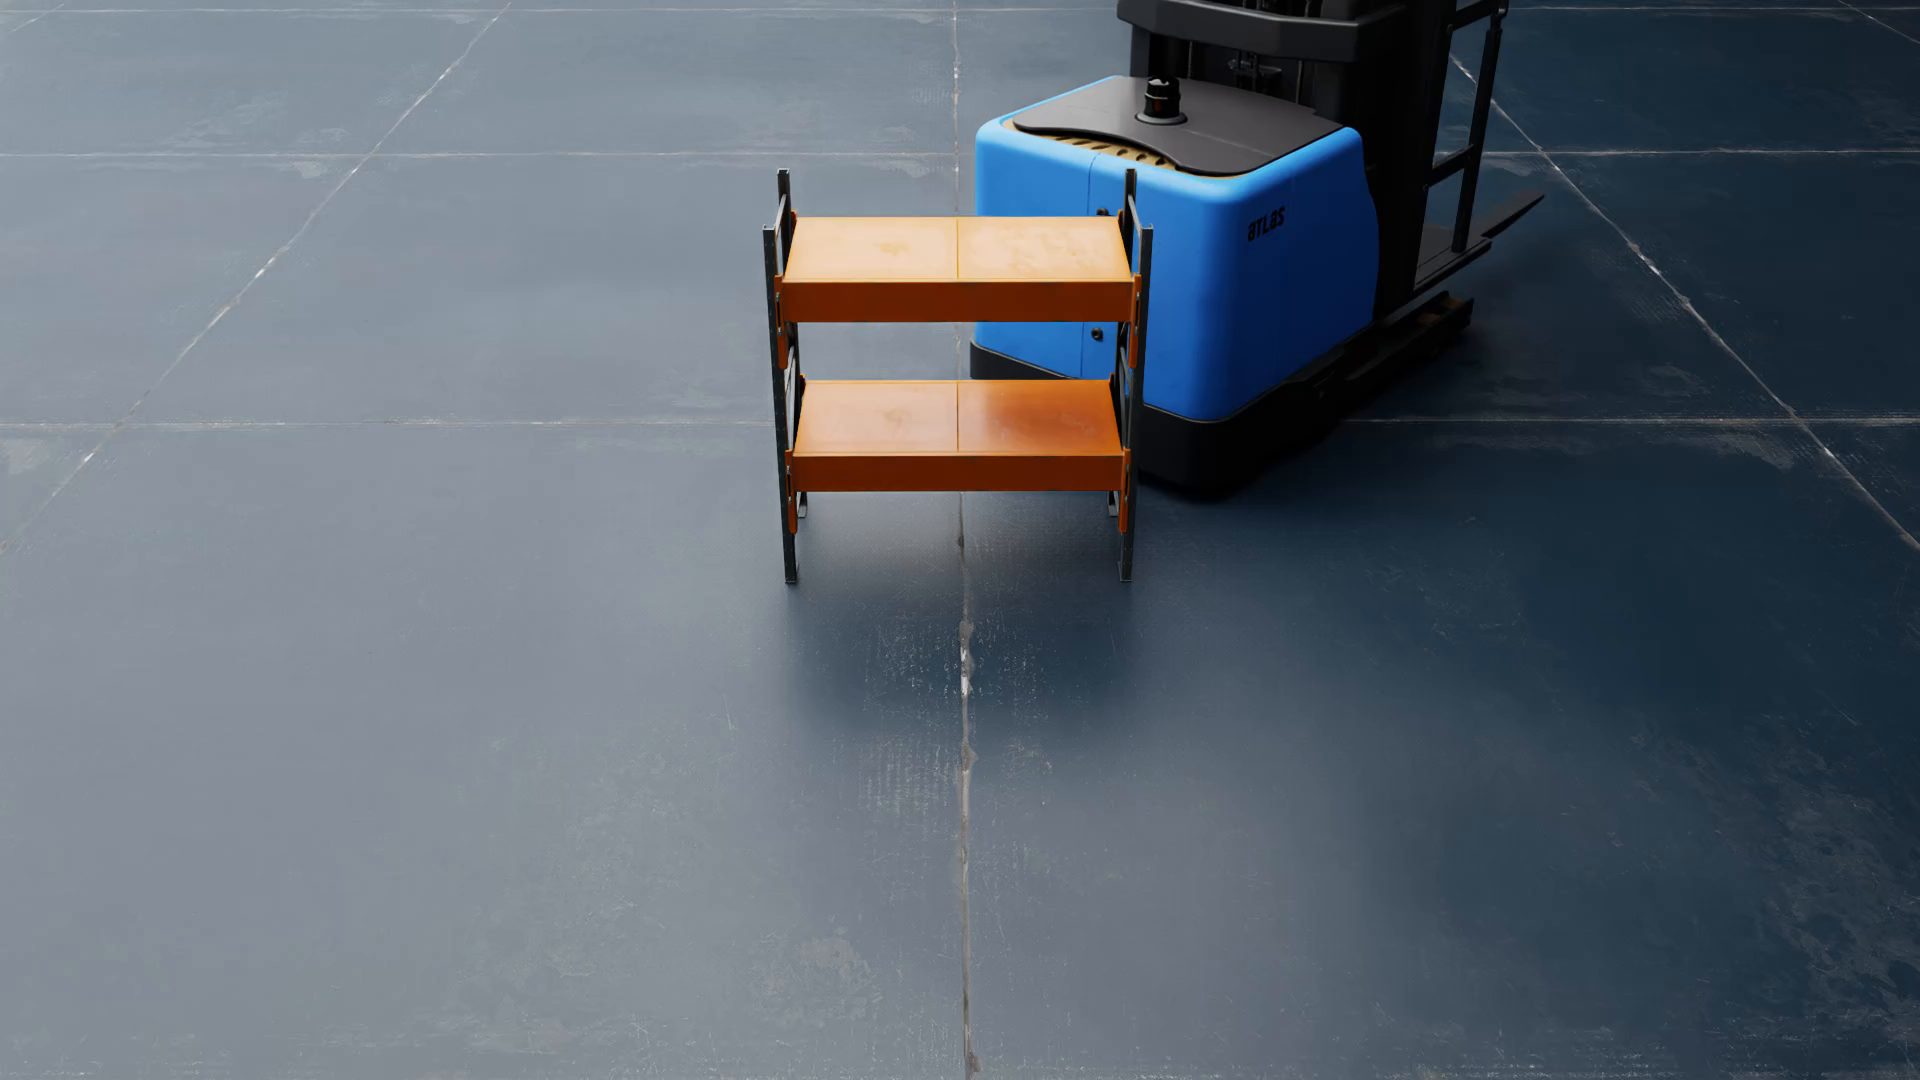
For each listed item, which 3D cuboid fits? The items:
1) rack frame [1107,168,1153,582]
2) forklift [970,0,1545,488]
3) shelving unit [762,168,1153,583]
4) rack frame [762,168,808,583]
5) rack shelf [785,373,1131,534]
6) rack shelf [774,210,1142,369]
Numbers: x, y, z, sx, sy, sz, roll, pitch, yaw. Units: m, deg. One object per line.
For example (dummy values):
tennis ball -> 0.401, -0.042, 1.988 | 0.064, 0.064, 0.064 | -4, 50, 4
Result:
rack frame -> 0.502, -0.482, 4.961 | 0.032, 1.125, 0.500 | 0, 31, 0
forklift -> 1.365, -2.113, 5.907 | 1.130, 2.935, 3.031 | 23, 38, 33
shelving unit -> -0.007, -0.481, 4.958 | 1.048, 1.125, 0.538 | 0, 31, 0
rack frame -> -0.515, -0.479, 4.956 | 0.032, 1.125, 0.500 | 0, 31, 0
rack shelf -> -0.007, -0.272, 5.085 | 1.000, 0.278, 0.538 | 0, 31, 0
rack shelf -> -0.007, -0.731, 4.806 | 1.000, 0.278, 0.538 | 0, 31, 0
